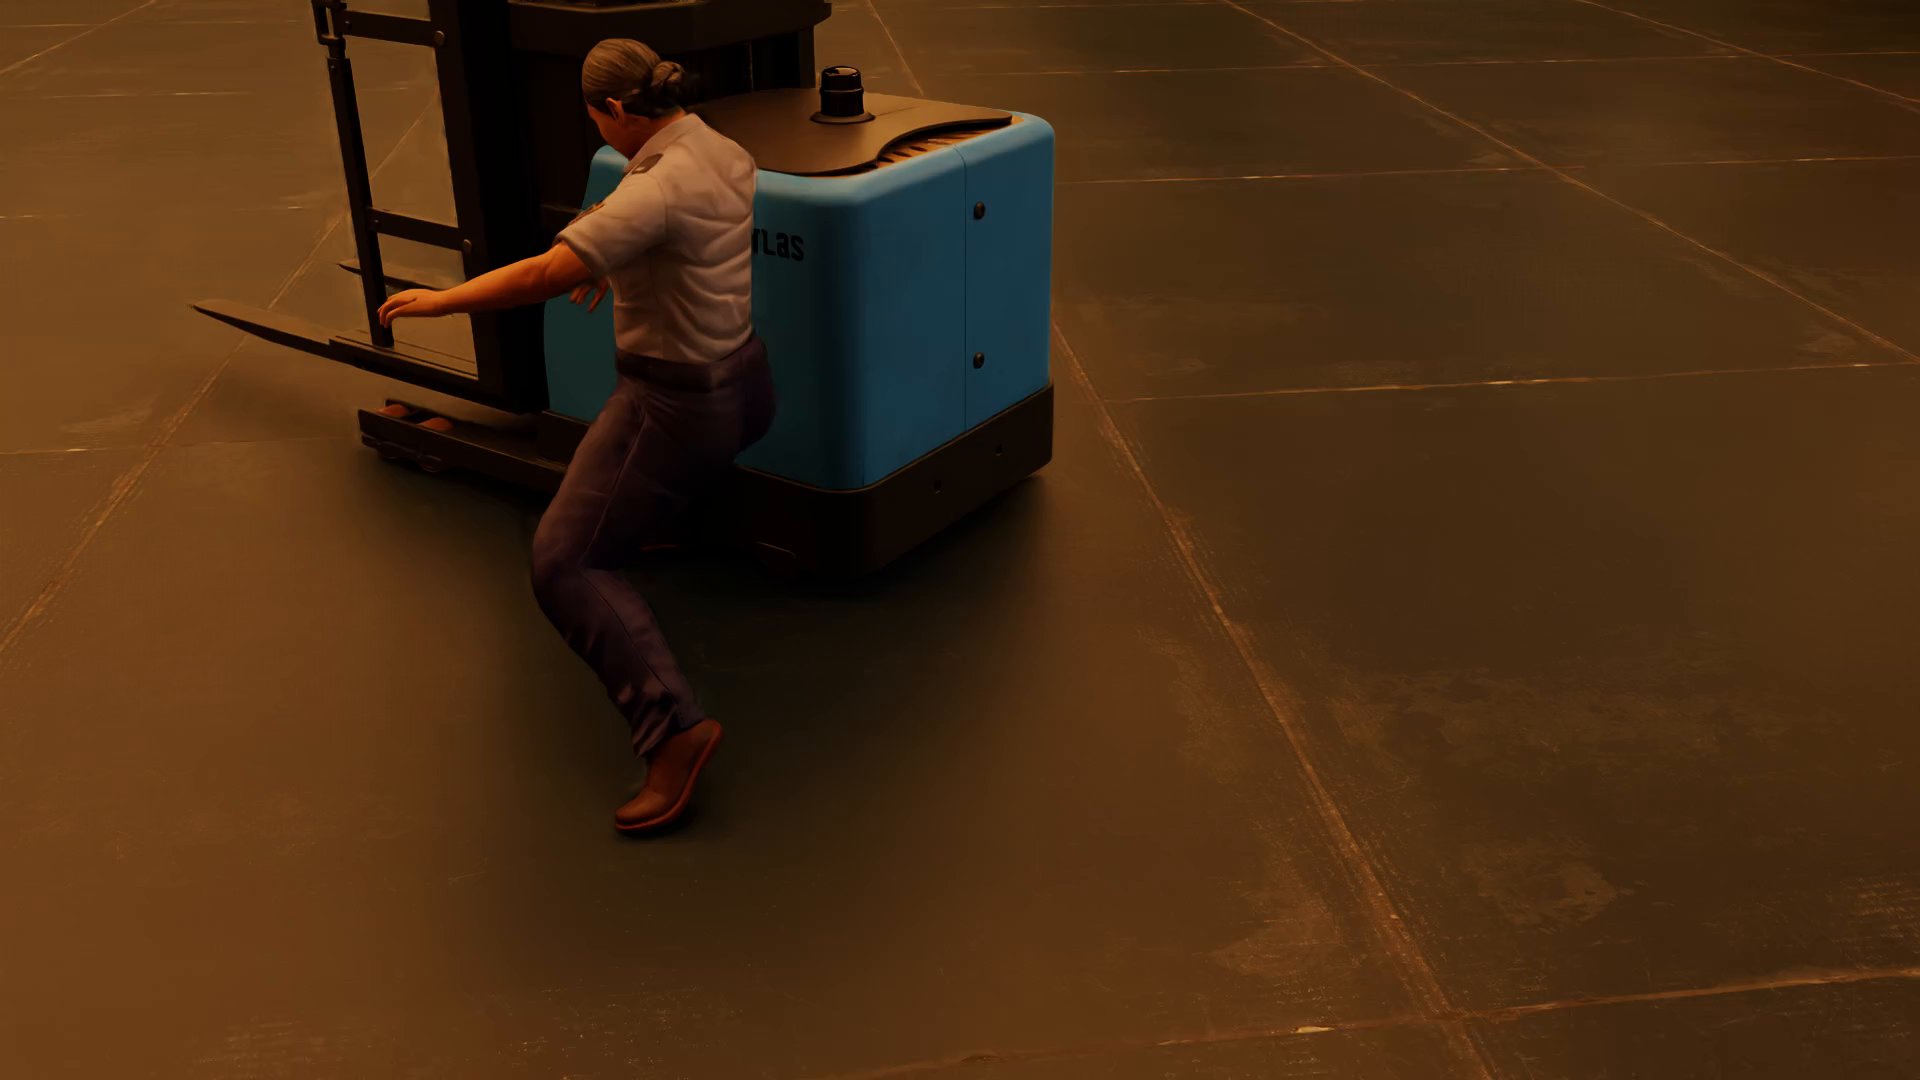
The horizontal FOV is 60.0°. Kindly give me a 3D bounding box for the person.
[{"bbox_3d":[-0.745,-0.345,3.662,0.815,1.469,1.245,8,27,16],"label":"person"}]

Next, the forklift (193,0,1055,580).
[{"bbox_3d":[-1.234,-1.695,4.746,3.031,2.935,1.130,16,30,30],"label":"forklift"}]
